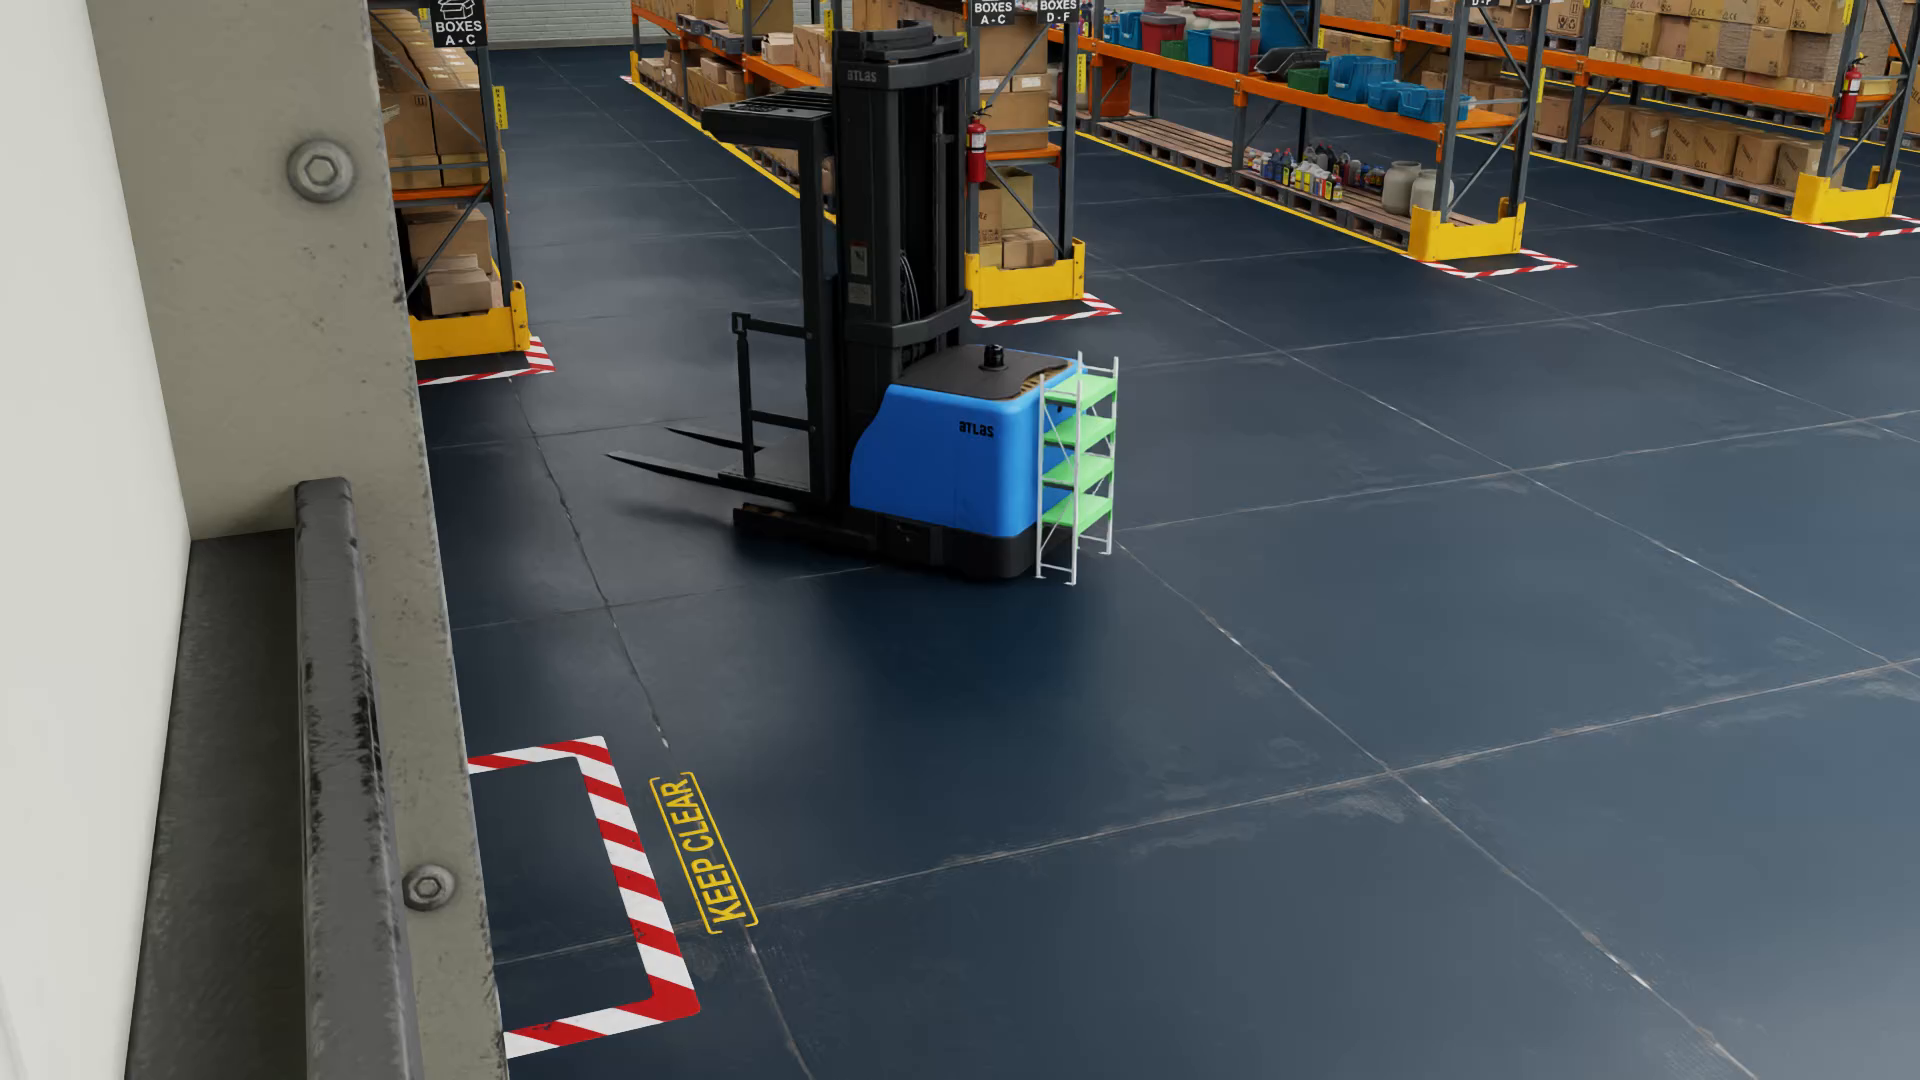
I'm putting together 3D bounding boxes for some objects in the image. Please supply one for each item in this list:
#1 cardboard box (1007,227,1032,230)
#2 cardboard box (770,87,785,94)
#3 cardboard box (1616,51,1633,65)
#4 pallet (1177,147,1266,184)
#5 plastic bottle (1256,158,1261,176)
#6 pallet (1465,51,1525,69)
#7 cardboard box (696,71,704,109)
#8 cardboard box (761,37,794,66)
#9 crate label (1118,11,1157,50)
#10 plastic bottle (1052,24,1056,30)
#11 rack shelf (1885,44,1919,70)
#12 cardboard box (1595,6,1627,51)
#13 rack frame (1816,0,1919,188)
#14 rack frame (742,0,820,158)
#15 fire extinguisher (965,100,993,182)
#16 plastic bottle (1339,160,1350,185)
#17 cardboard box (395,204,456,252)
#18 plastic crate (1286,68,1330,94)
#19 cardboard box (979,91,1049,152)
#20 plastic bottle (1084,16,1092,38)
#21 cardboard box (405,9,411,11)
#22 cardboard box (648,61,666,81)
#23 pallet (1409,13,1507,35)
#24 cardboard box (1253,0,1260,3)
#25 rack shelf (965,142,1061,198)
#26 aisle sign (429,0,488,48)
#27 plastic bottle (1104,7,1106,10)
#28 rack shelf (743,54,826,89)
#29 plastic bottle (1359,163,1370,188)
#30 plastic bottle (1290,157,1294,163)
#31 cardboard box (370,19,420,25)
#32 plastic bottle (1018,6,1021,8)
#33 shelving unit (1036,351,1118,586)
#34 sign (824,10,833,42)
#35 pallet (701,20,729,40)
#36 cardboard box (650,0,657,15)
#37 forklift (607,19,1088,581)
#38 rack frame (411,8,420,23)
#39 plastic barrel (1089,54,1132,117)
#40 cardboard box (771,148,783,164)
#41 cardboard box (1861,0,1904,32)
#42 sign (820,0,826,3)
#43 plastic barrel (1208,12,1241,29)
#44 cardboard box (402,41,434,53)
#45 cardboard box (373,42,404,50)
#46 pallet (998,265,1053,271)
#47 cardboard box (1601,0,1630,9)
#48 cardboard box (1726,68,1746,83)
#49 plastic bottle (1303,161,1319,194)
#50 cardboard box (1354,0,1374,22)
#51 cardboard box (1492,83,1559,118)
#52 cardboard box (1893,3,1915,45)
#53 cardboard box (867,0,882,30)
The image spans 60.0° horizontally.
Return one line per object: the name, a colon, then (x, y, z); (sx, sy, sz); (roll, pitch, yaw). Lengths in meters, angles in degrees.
cardboard box: (0.371, -2.913, 15.999); (0.500, 0.250, 0.500); (-8, 24, -19)
cardboard box: (-2.378, -5.932, 22.814); (0.500, 0.500, 0.500); (-9, 25, -21)
cardboard box: (8.373, -5.977, 20.591); (0.380, 0.149, 0.250); (-8, 24, -19)
pallet: (3.440, -4.707, 20.846); (1.003, 0.211, 1.213); (-8, 24, -19)
plastic bottle: (3.528, -4.376, 19.505); (0.097, 0.201, 0.097); (0, 23, 0)
pallet: (9.967, -8.896, 30.785); (1.003, 0.211, 1.213); (-8, 24, -19)
cardboard box: (-3.566, -6.590, 24.375); (0.500, 0.500, 0.500); (-8, 24, -18)
cardboard box: (-2.159, -6.095, 20.662); (0.500, 0.311, 0.500); (-9, 24, -20)
crate label: (2.439, -6.784, 22.137); (0.502, 0.435, 0.616); (-8, 24, -19)
plastic bottle: (1.395, -7.615, 24.306); (0.061, 0.283, 0.133); (-8, 24, -19)
rack shelf: (13.770, -5.977, 21.195); (1.077, 0.370, 4.000); (-8, 24, -19)
cardboard box: (8.489, -6.403, 20.767); (0.875, 0.500, 0.500); (-8, 24, -19)
rack frame: (9.801, -4.938, 17.804); (1.000, 3.000, 0.127); (-8, 24, -19)
rack frame: (-2.294, -6.487, 21.479); (1.000, 3.000, 0.127); (-8, 24, -19)
fire extinguisher: (0.139, -3.438, 14.344); (0.296, 0.674, 0.183); (-8, 24, -19)
plastic bottle: (4.387, -4.207, 19.000); (0.061, 0.283, 0.133); (-8, 24, -19)
cardboard box: (-5.110, -3.032, 15.933); (0.500, 0.500, 0.500); (-10, 25, -23)
plastic crate: (3.970, -5.082, 18.419); (0.450, 0.188, 0.662); (-8, 24, -19)
cardboard box: (0.379, -3.798, 14.969); (0.700, 0.500, 0.500); (-8, 24, -19)
plastic bottle: (1.799, -7.200, 23.321); (0.061, 0.283, 0.133); (-8, 24, -19)
cardboard box: (-6.857, -6.555, 20.136); (0.500, 0.250, 0.500); (-8, 24, -18)
cardboard box: (-4.840, -7.730, 27.401); (0.500, 0.250, 0.500); (-8, 24, -19)
pallet: (7.326, -7.512, 24.158); (1.213, 0.211, 1.003); (-8, 24, -19)
cardboard box: (5.147, -9.249, 28.354); (0.380, 0.149, 0.250); (-8, 24, -19)
rack shelf: (-0.175, -3.976, 16.446); (1.077, 0.370, 4.000); (-8, 24, -19)
aisle sign: (-3.795, -4.112, 12.497); (0.394, 0.787, 0.004); (-8, 24, -19)
plastic bottle: (2.125, -7.739, 24.600); (0.061, 0.283, 0.133); (-8, 24, -19)
rack shelf: (-1.588, -5.429, 19.894); (1.077, 0.370, 4.000); (-8, 24, -19)
plastic bottle: (4.590, -4.140, 18.857); (0.097, 0.271, 0.097); (0, 23, 0)
plastic bottle: (3.815, -4.271, 19.168); (0.097, 0.271, 0.097); (0, 23, 0)
cardboard box: (-6.291, -5.436, 18.289); (0.700, 0.500, 0.500); (-8, 24, -19)
plastic bottle: (0.914, -8.093, 25.544); (0.097, 0.201, 0.097); (0, 23, 0)
shelving unit: (0.658, -0.404, 9.362); (0.258, 1.200, 0.503); (12, 26, 26)
sign: (-1.385, -5.453, 17.636); (0.100, 0.325, 0.005); (-8, 24, -19)
pallet: (-2.986, -7.105, 23.191); (1.003, 0.211, 1.213); (-8, 24, -19)
cardboard box: (-4.673, -8.691, 26.580); (0.500, 0.500, 0.500); (-8, 24, -18)
forklift: (-0.784, -1.520, 9.782); (3.031, 2.935, 1.130); (12, 26, 27)
rack frame: (-6.927, -5.806, 19.863); (1.000, 3.000, 0.127); (-8, 24, -19)
plastic barrel: (2.152, -6.534, 23.844); (0.600, 0.830, 0.708); (-8, 24, -19)
cardboard box: (-2.016, -4.812, 20.505); (0.500, 0.250, 0.500); (-9, 24, -20)
cardboard box: (9.861, -5.819, 18.095); (0.500, 0.500, 0.500); (-8, 24, -19)
sign: (-1.776, -7.098, 21.437); (0.100, 0.325, 0.005); (-8, 24, -19)
plastic barrel: (3.362, -6.419, 21.142); (0.433, 0.535, 0.433); (0, 23, 0)
cardboard box: (-5.058, -4.509, 15.987); (0.500, 0.500, 0.500); (-8, 24, -19)
cardboard box: (-5.543, -4.439, 15.821); (0.500, 0.500, 0.500); (-9, 24, -20)
pallet: (0.223, -2.568, 15.769); (1.003, 0.211, 1.213); (-8, 24, -19)
cardboard box: (8.309, -6.837, 20.510); (0.500, 0.500, 0.500); (-8, 24, -19)
cardboard box: (9.050, -5.350, 19.103); (0.380, 0.149, 0.250); (-8, 24, -19)
plastic bottle: (3.934, -4.053, 18.548); (0.144, 0.351, 0.185); (-7, 24, -17)
cardboard box: (6.398, -8.218, 25.457); (0.500, 0.500, 0.500); (-9, 24, -19)
cardboard box: (7.842, -6.048, 23.088); (0.700, 0.500, 0.500); (-11, 25, -24)
cardboard box: (13.205, -6.972, 22.436); (0.875, 0.550, 0.550); (-8, 24, -19)
cardboard box: (-0.539, -5.334, 16.943); (0.700, 0.500, 0.500); (-8, 24, -19)
